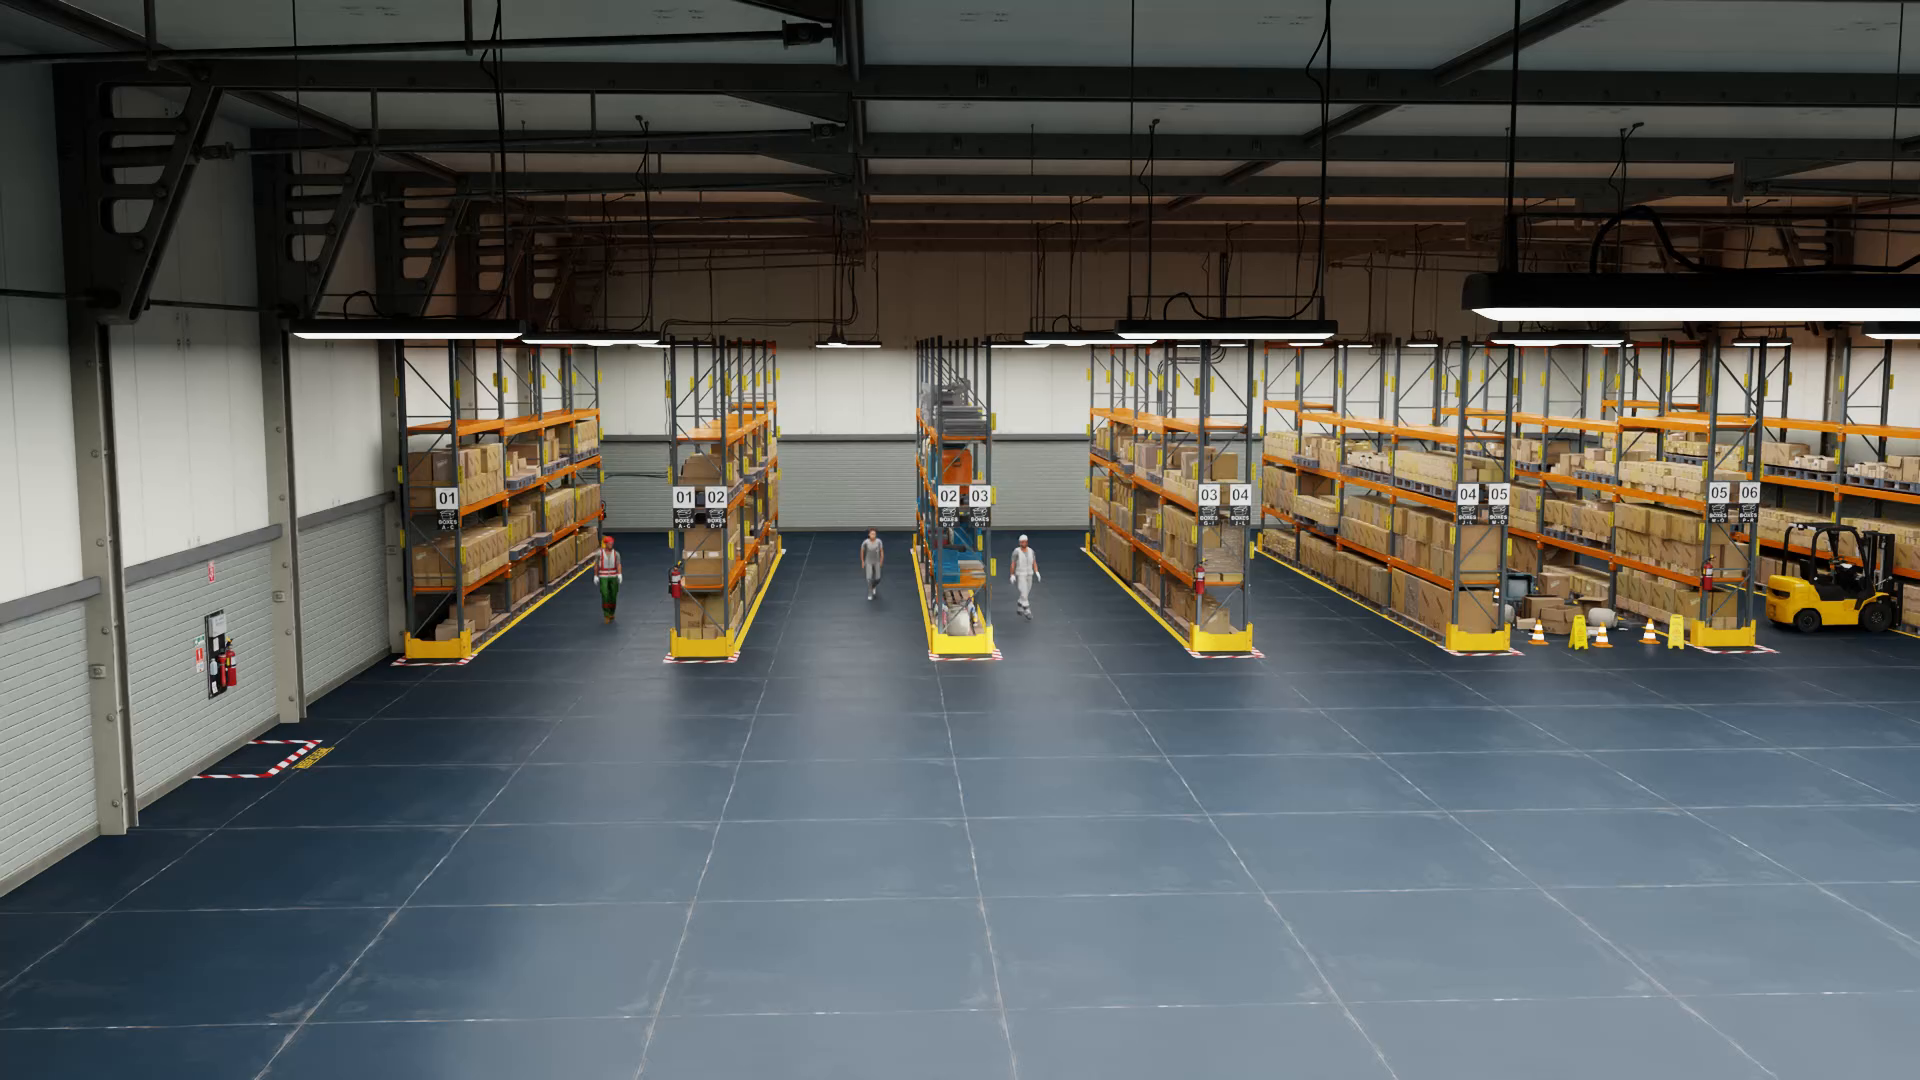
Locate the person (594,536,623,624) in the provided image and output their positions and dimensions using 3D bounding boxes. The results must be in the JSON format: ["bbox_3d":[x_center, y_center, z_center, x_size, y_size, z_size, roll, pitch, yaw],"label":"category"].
[{"bbox_3d":[-7.444,0.844,35.343,0.569,1.813,0.694,-3,7,-26],"label":"person"}]

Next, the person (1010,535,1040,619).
[{"bbox_3d":[1.446,0.778,35.637,0.557,1.760,0.855,-4,8,-32],"label":"person"}]

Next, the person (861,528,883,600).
[{"bbox_3d":[-2.056,0.535,38.577,0.523,1.653,0.640,-2,7,-14],"label":"person"}]
